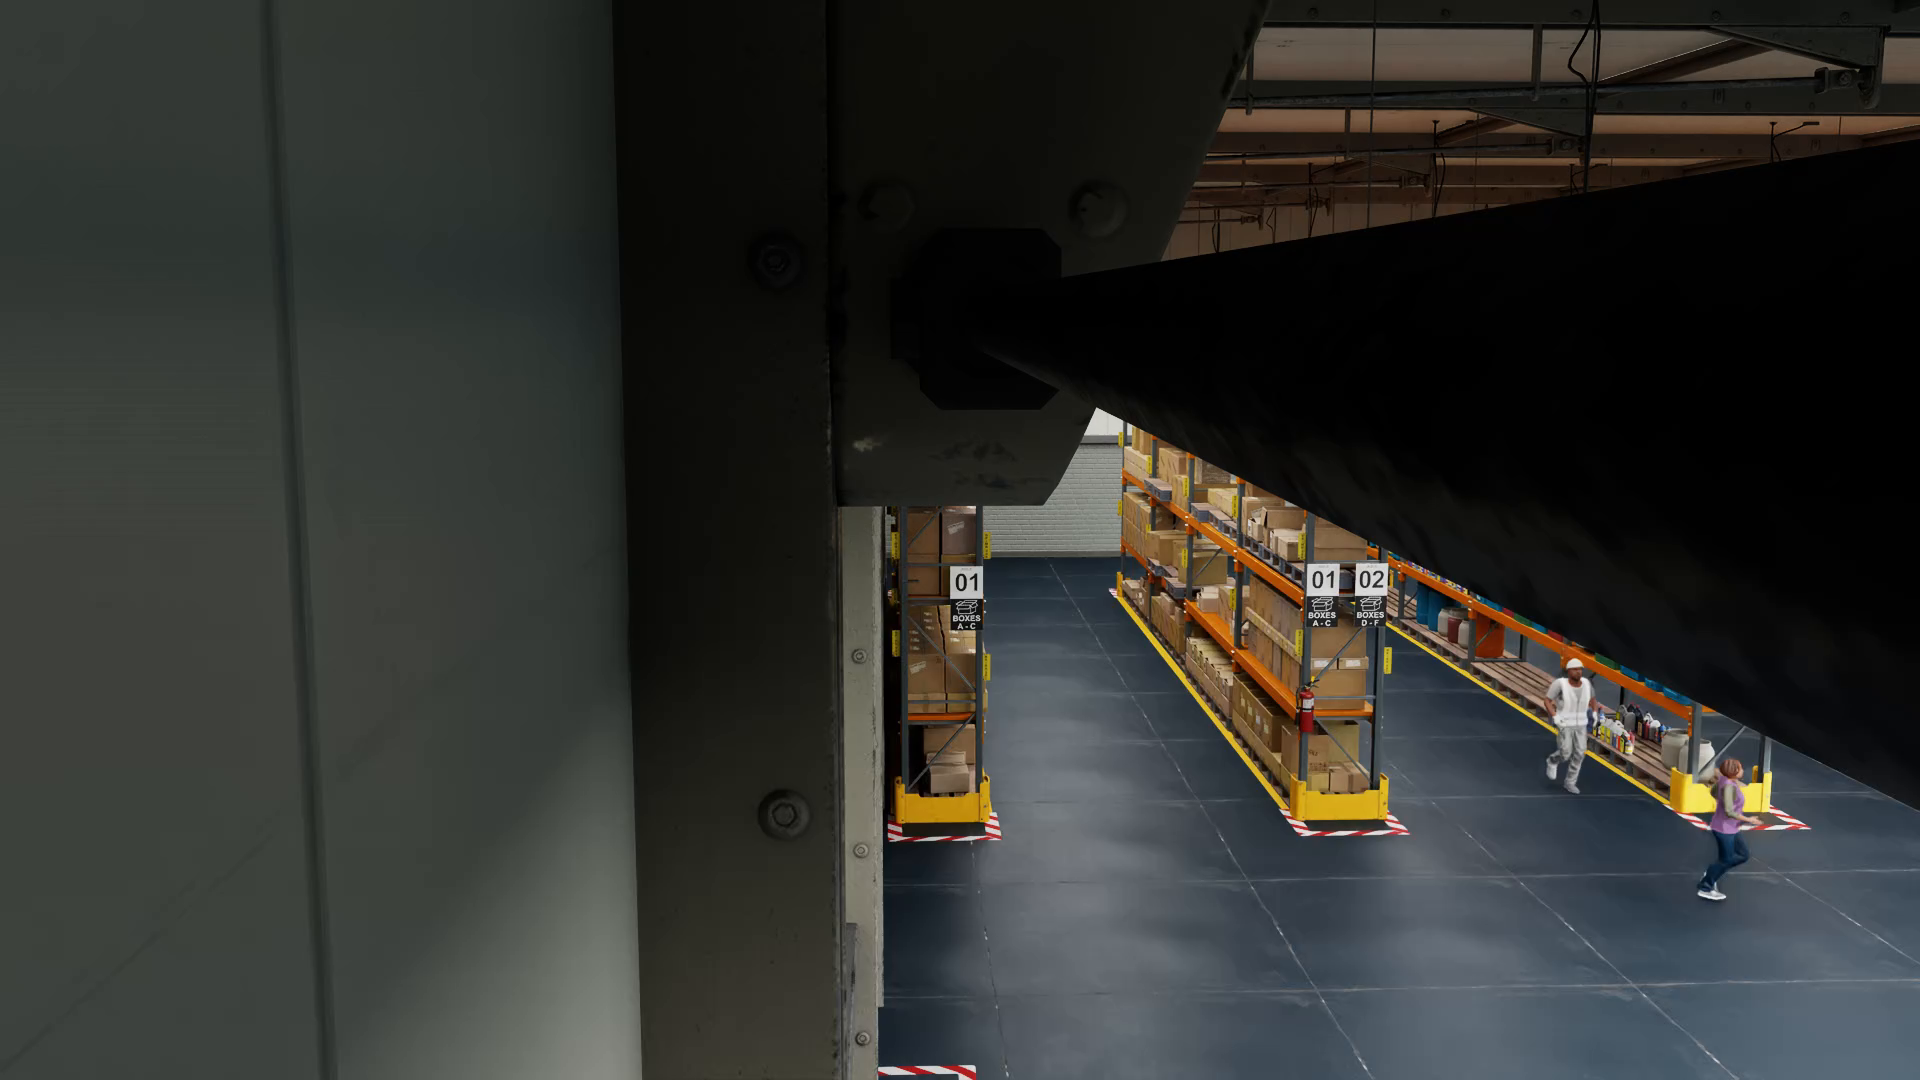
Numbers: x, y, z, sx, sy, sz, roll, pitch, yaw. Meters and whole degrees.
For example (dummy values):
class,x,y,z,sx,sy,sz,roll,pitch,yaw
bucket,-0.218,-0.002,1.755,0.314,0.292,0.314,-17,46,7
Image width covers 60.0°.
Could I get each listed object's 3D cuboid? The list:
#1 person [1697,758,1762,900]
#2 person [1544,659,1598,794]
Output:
class,x,y,z,sx,sy,sz,roll,pitch,yaw
person,8.202,3.072,17.694,0.584,1.556,0.577,4,9,25
person,8.026,2.410,21.864,0.704,1.755,0.619,-1,8,-6
